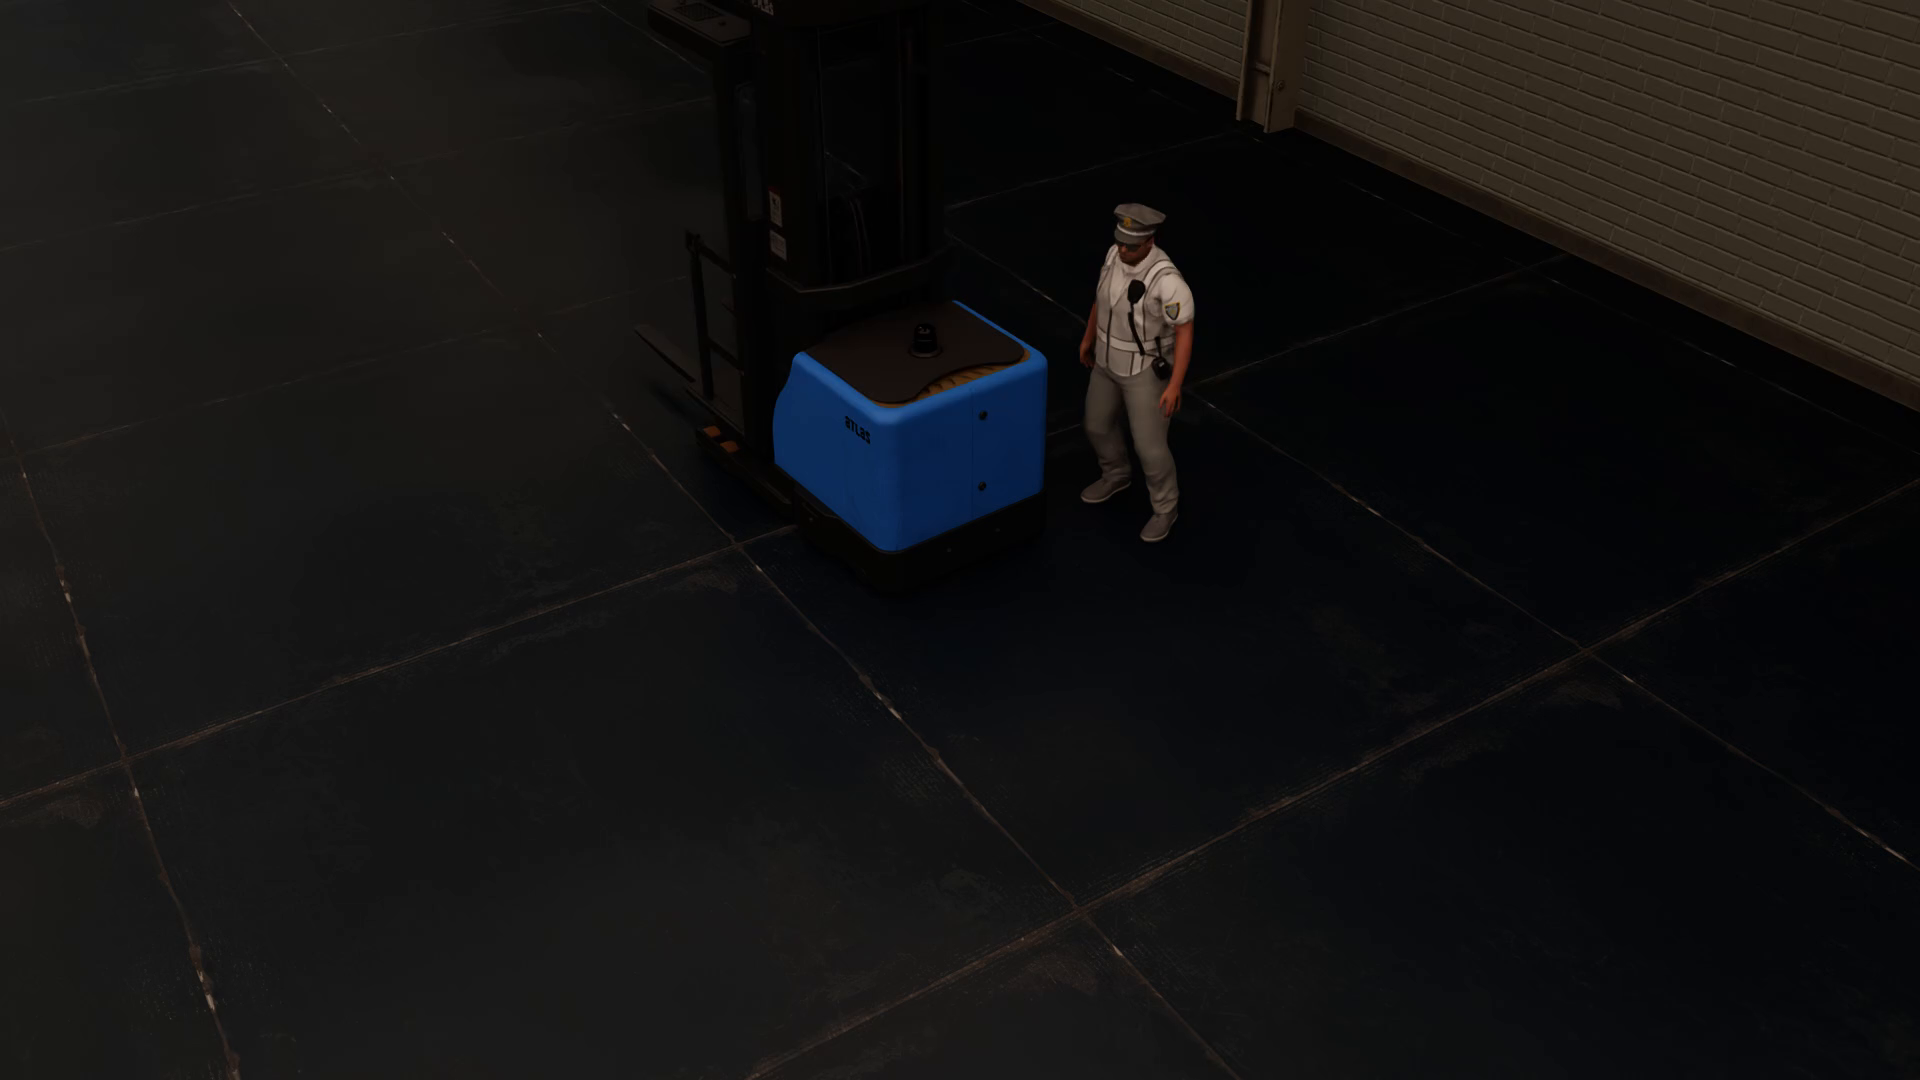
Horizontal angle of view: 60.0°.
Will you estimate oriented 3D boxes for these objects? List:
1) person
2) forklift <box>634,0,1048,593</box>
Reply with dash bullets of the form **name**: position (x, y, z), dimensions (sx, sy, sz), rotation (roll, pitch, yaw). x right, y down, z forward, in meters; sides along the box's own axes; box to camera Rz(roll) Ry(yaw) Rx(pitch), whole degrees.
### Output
- **person**: position (0.893, -0.903, 8.482), dimensions (0.381, 1.726, 0.773), rotation (-25, 42, -31)
- **forklift**: position (-0.830, -1.734, 8.616), dimensions (1.130, 2.935, 3.031), rotation (-23, 41, -29)
